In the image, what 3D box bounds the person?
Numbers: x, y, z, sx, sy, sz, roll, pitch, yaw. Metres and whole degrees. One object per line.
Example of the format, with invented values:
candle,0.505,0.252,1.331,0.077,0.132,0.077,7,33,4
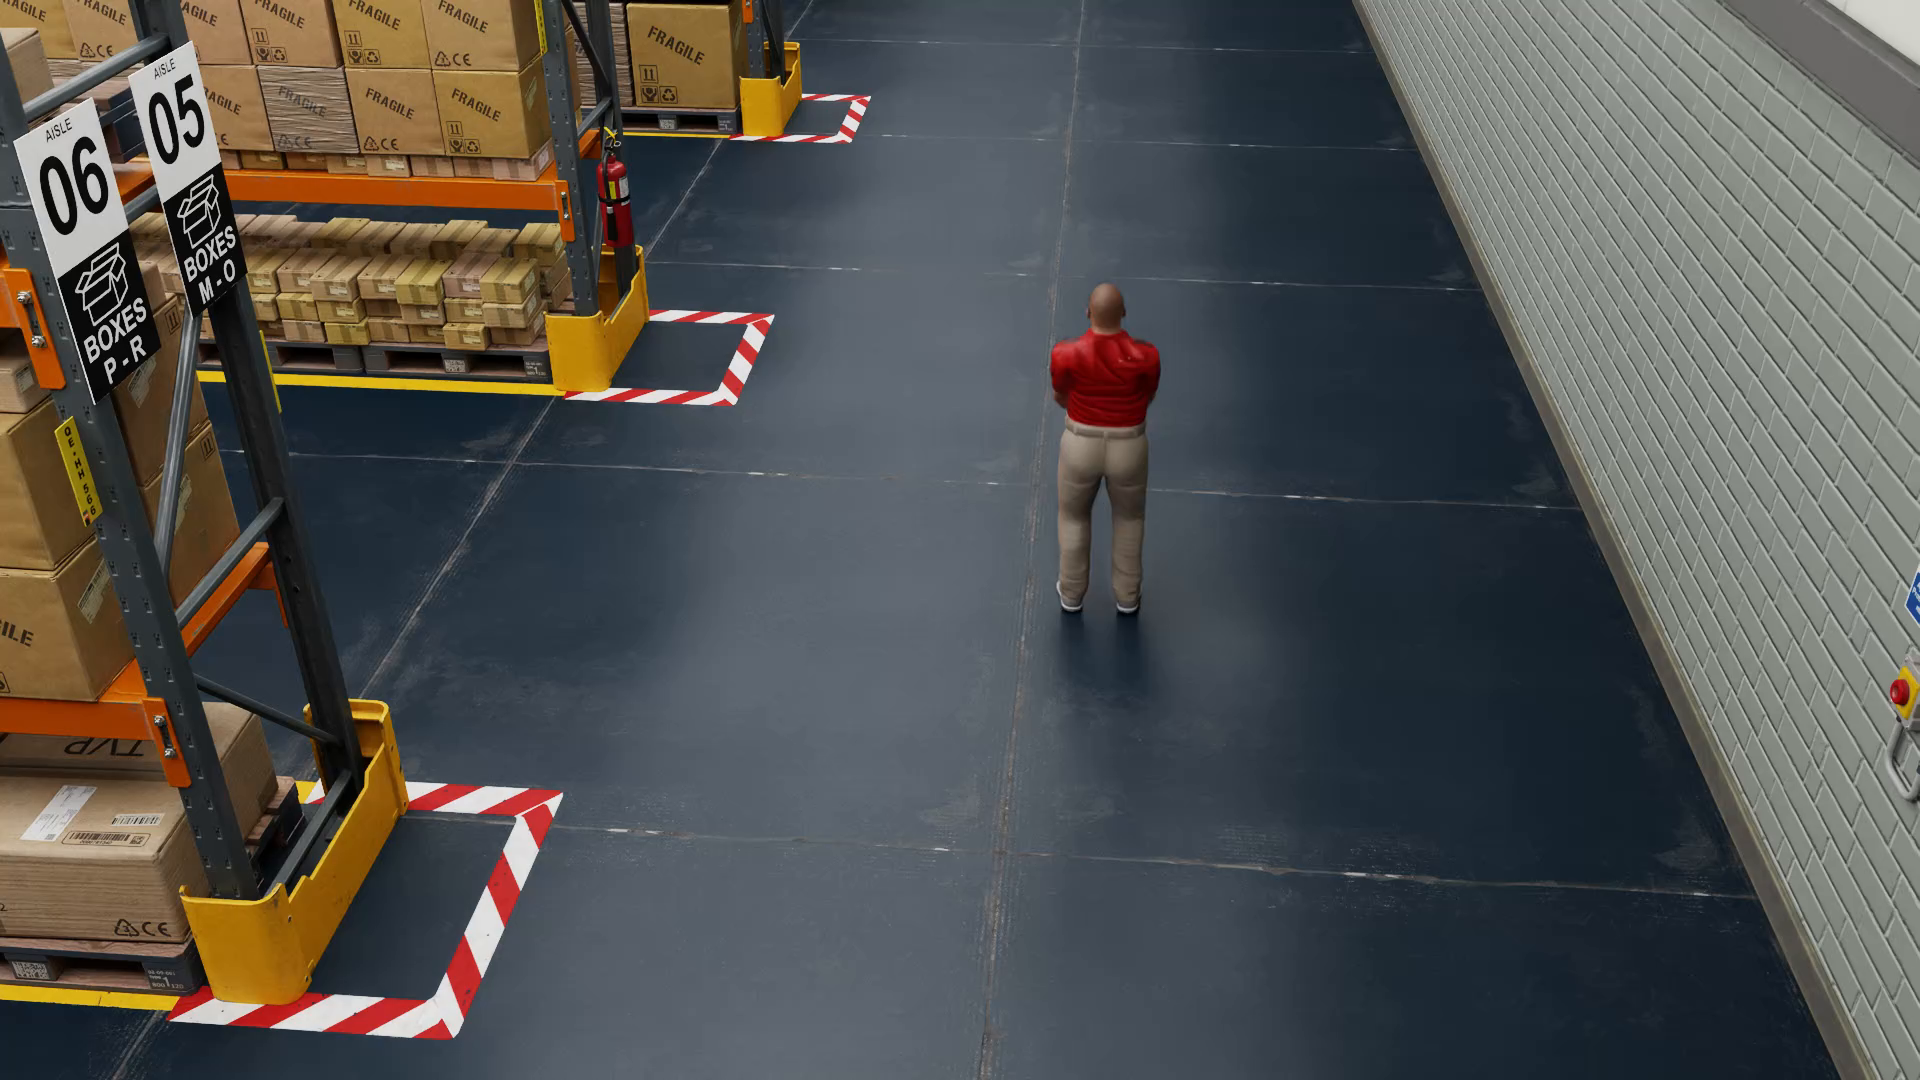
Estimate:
person,0.671,-0.470,7.912,0.501,1.723,0.526,2,32,4
